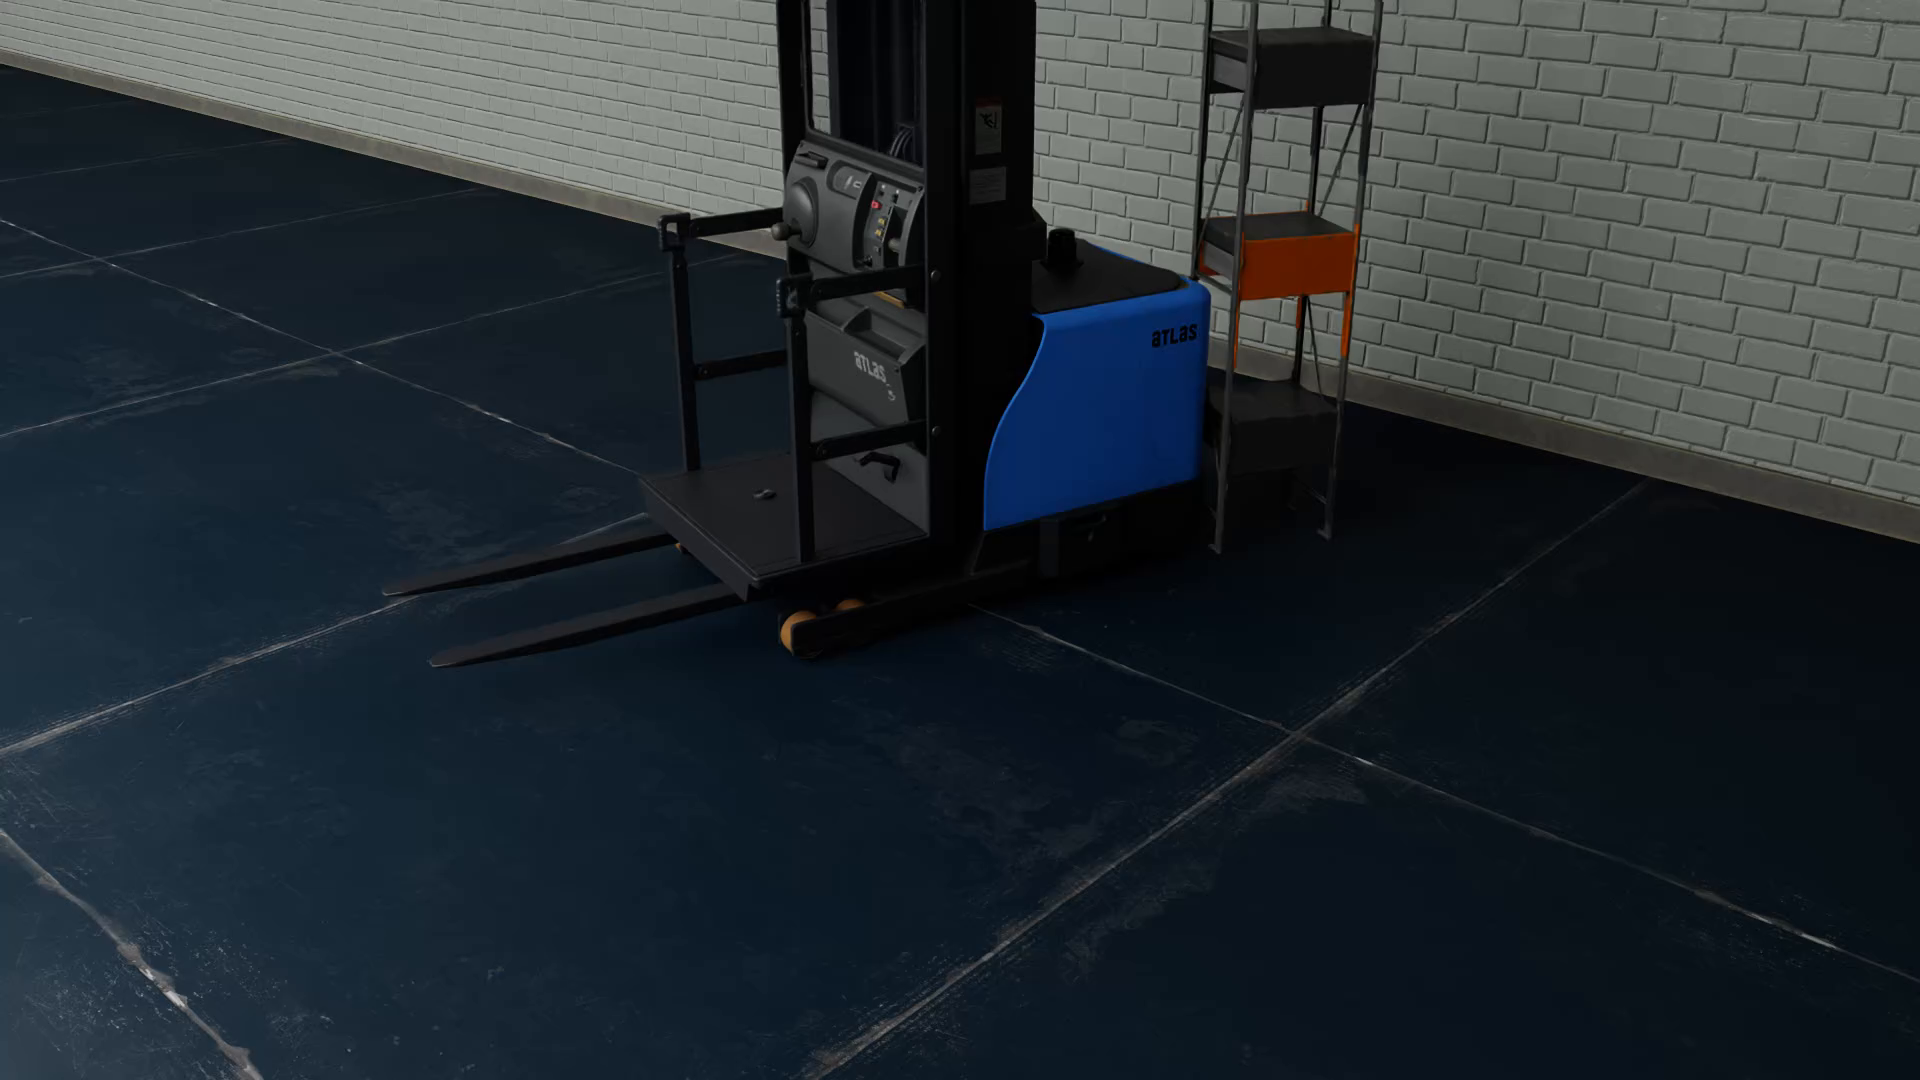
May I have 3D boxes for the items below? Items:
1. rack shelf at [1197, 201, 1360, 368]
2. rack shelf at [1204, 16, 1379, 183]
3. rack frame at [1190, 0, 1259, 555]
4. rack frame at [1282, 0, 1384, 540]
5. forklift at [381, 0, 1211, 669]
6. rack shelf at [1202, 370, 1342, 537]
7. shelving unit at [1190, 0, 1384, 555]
[{"bbox_3d":[1.206,-0.995,6.435,0.480,0.518,0.431,-7,25,-15],"label":"rack shelf"},{"bbox_3d":[1.205,-1.635,6.150,0.480,0.518,0.431,-7,25,-15],"label":"rack shelf"},{"bbox_3d":[0.973,-0.979,6.364,0.015,2.100,0.400,-7,25,-15],"label":"rack frame"},{"bbox_3d":[1.439,-1.037,6.495,0.015,2.100,0.400,-7,25,-15],"label":"rack frame"},{"bbox_3d":[-0.561,-1.167,5.771,3.031,2.935,1.130,-14,28,-28],"label":"forklift"},{"bbox_3d":[1.206,-0.356,6.720,0.480,0.518,0.431,-7,25,-15],"label":"rack shelf"},{"bbox_3d":[1.206,-1.008,6.430,0.503,2.100,0.431,-7,25,-15],"label":"shelving unit"}]
